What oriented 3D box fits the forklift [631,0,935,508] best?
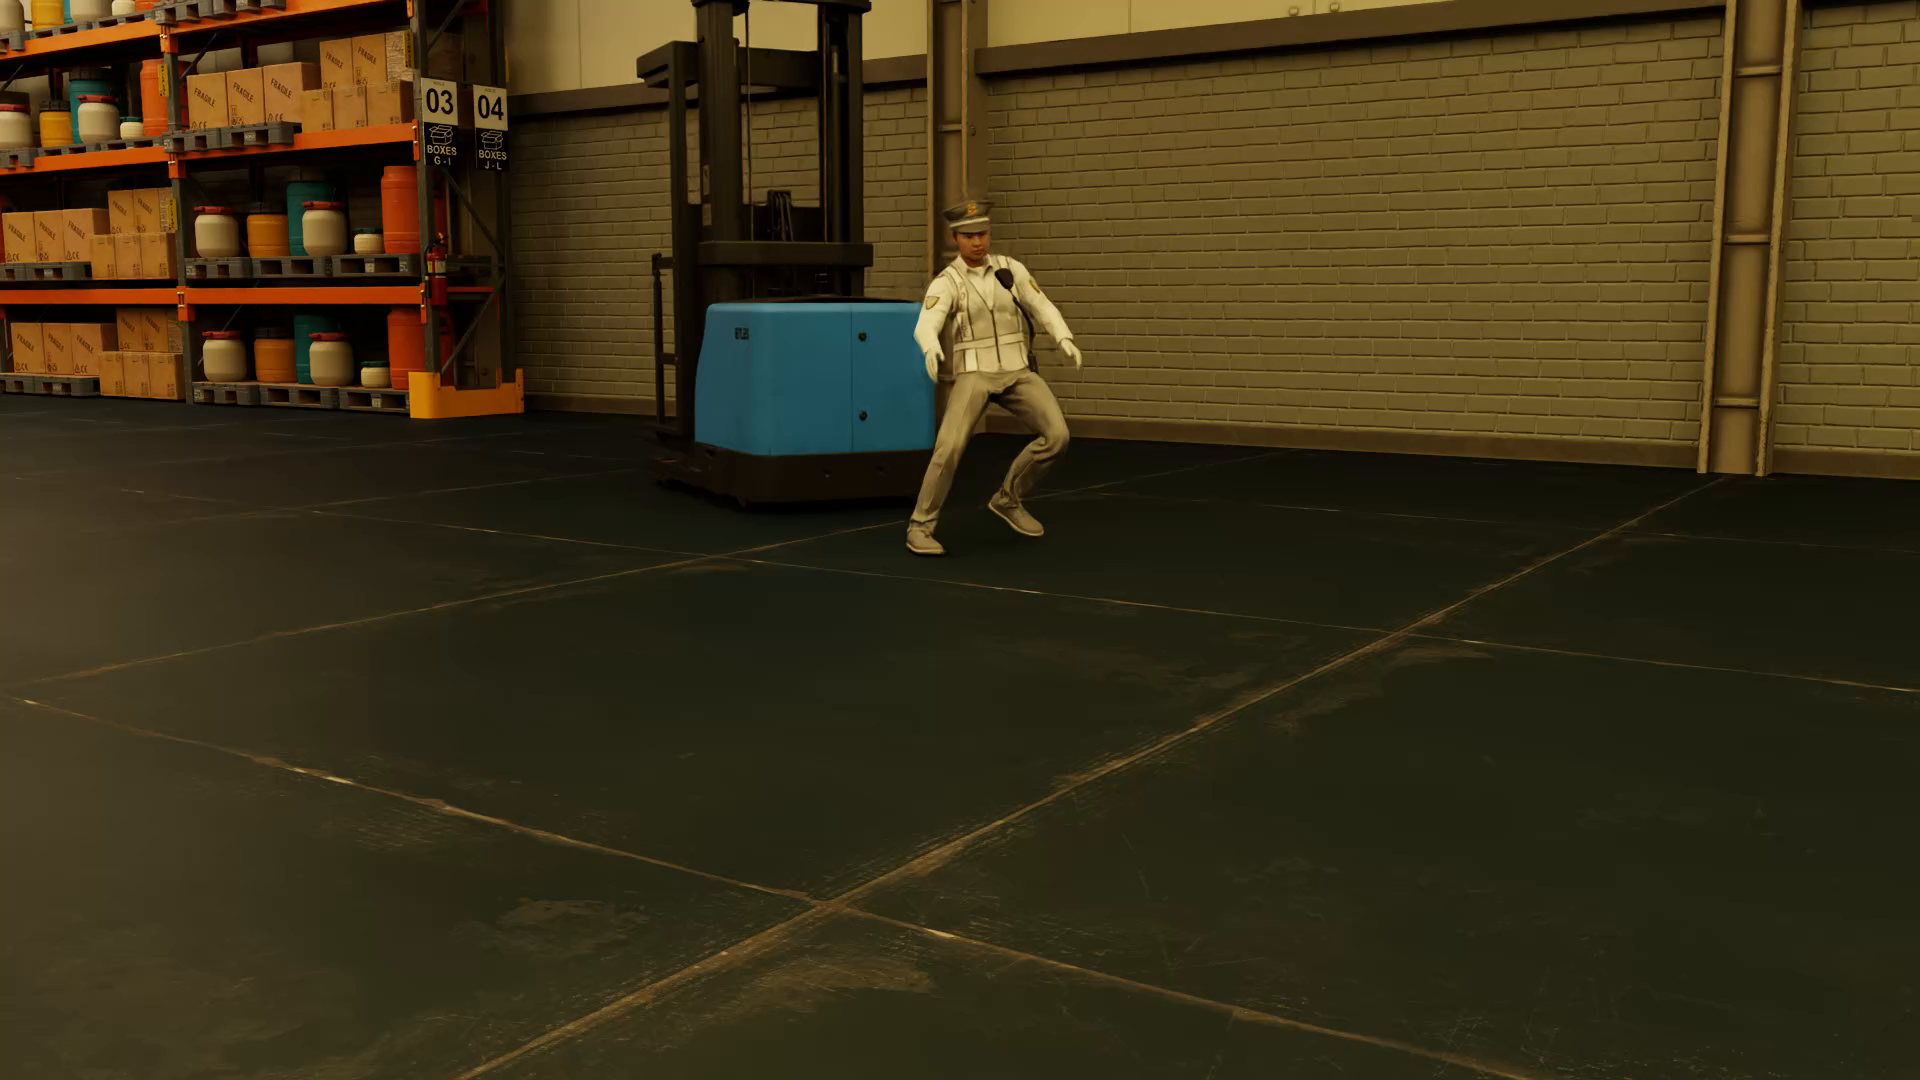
[{"bbox_3d":[-1.221,-1.784,9.739,1.130,2.935,3.031,-4,9,-26],"label":"forklift"}]

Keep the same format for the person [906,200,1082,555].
[{"bbox_3d":[0.138,-0.717,7.252,0.766,1.515,0.634,-2,8,-15],"label":"person"}]
